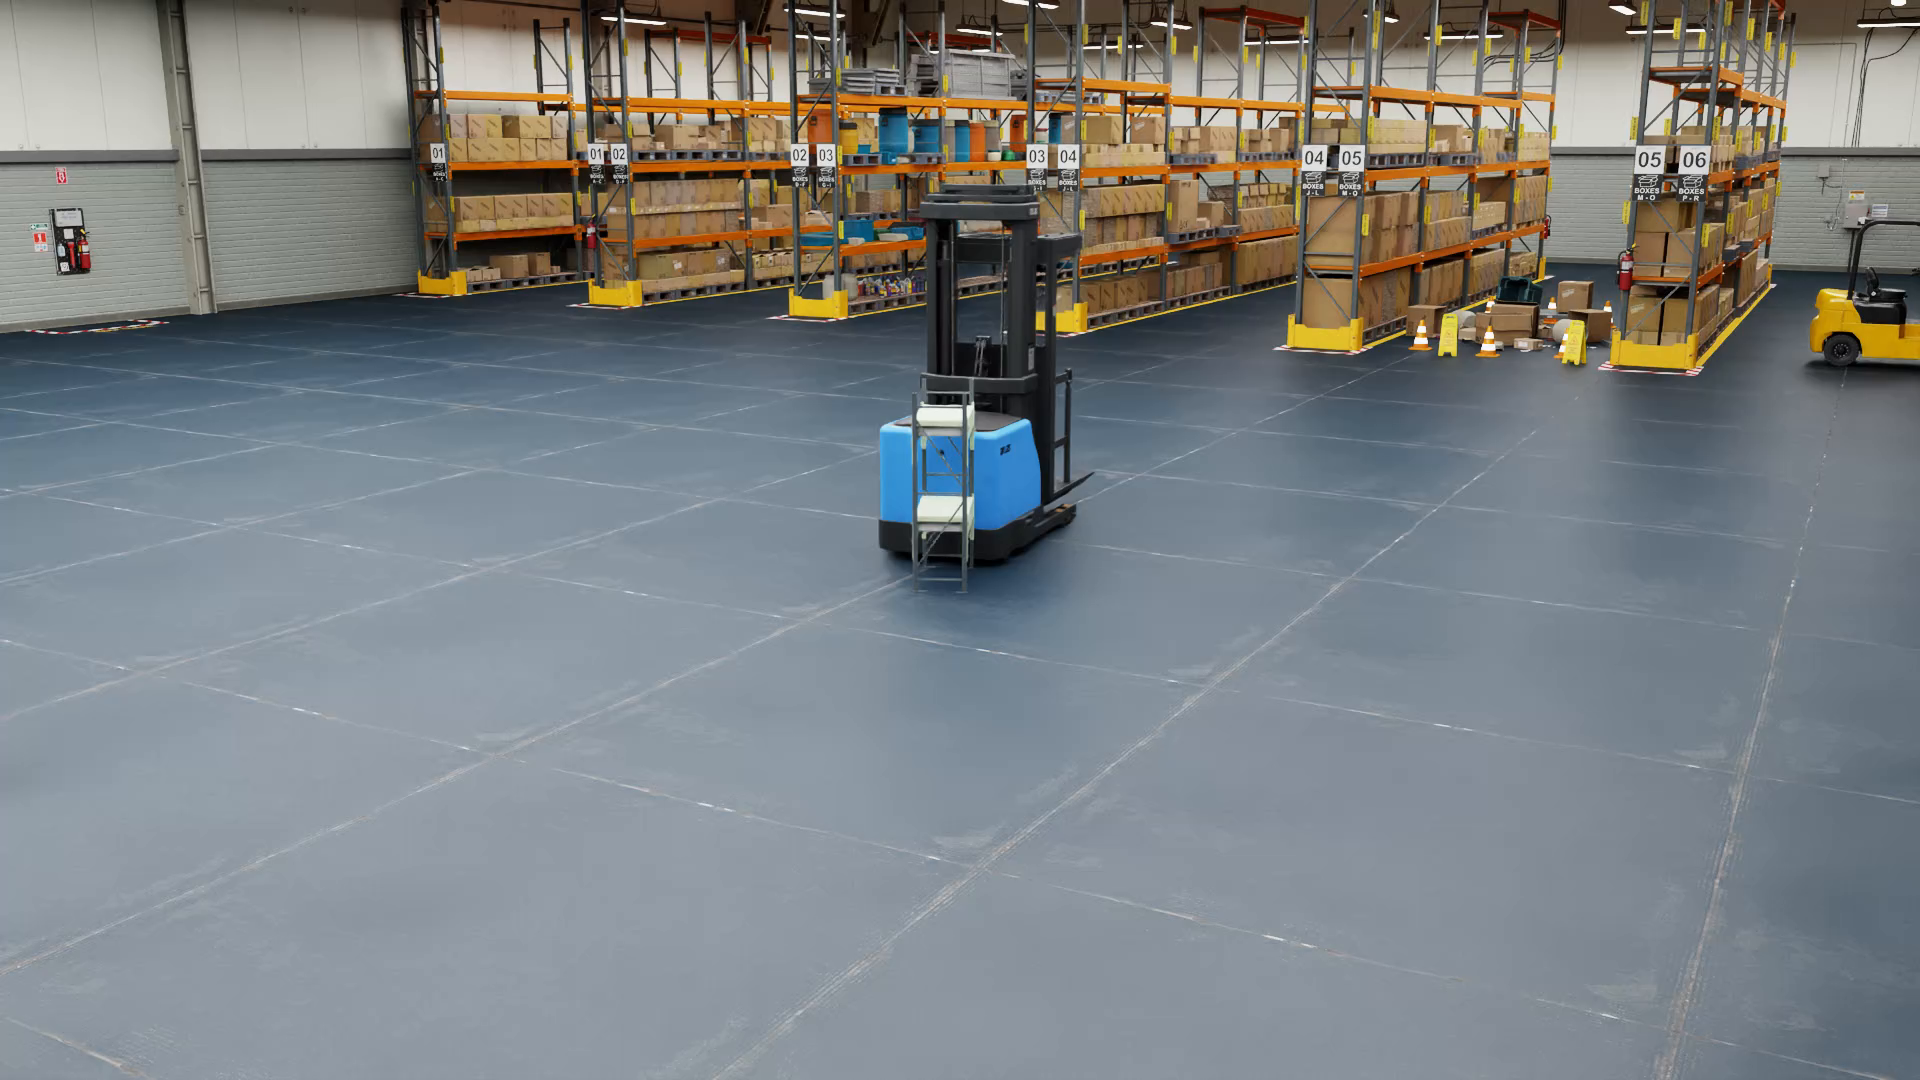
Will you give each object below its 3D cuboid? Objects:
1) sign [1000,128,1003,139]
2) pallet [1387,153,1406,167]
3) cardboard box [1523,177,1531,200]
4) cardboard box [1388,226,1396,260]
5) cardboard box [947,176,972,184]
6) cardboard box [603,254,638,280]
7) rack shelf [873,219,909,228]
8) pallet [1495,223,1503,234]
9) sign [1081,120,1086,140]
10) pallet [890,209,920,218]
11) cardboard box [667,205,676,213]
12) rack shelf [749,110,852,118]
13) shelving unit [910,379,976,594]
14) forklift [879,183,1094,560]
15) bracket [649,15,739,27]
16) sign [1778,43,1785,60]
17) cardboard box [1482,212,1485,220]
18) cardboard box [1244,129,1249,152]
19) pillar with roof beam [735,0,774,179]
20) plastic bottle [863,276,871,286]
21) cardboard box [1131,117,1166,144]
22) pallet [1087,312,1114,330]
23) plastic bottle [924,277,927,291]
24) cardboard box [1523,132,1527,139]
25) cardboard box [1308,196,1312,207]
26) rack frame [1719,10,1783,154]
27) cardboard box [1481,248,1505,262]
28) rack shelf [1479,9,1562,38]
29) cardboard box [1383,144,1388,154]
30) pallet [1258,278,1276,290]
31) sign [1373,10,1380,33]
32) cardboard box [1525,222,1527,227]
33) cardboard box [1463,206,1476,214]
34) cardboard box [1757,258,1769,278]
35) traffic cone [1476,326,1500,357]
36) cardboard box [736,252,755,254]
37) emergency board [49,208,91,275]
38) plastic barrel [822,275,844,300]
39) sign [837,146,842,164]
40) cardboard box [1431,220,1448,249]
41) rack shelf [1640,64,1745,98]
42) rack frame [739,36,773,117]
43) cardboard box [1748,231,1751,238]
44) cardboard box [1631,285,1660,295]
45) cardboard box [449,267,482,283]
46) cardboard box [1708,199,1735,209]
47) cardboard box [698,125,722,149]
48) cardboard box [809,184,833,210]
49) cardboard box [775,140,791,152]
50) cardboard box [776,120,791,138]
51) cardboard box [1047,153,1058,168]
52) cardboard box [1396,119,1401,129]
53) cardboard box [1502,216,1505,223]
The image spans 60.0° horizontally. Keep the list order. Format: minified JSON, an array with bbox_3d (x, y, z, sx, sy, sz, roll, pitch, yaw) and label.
[{"bbox_3d":[1.171,-11.397,46.619,0.100,0.325,0.005,7,15,28],"label":"sign"},{"bbox_3d":[6.861,-6.407,27.998,1.003,0.211,1.213,7,15,28],"label":"pallet"},{"bbox_3d":[12.663,-8.001,37.841,0.500,0.500,0.500,8,16,29],"label":"cardboard box"},{"bbox_3d":[6.910,-5.071,28.346,0.875,0.550,0.500,7,15,28],"label":"cardboard box"},{"bbox_3d":[-0.018,-9.672,45.405,0.500,0.500,0.500,8,16,30],"label":"cardboard box"},{"bbox_3d":[-7.042,-5.669,34.518,0.500,0.500,0.500,7,15,28],"label":"cardboard box"},{"bbox_3d":[-2.206,-7.995,42.331,1.077,0.370,4.000,7,15,28],"label":"rack shelf"},{"bbox_3d":[11.227,-6.816,36.313,1.003,0.211,1.213,7,15,28],"label":"pallet"},{"bbox_3d":[2.105,-6.992,28.369,0.100,0.325,0.005,7,15,28],"label":"sign"},{"bbox_3d":[-1.721,-8.510,43.342,1.003,0.211,1.213,7,15,28],"label":"pallet"},{"bbox_3d":[-6.164,-6.925,34.761,0.380,0.149,0.250,7,15,26],"label":"cardboard box"},{"bbox_3d":[-4.611,-12.098,47.403,1.077,0.370,4.000,7,15,28],"label":"rack shelf"},{"bbox_3d":[-0.122,-0.420,12.577,0.431,1.500,0.755,1,14,4],"label":"shelving unit"},{"bbox_3d":[0.380,-1.566,14.274,1.130,2.935,3.031,6,15,22],"label":"forklift"},{"bbox_3d":[-7.140,-13.566,43.423,0.076,0.066,4.783,7,15,28],"label":"bracket"},{"bbox_3d":[16.587,-9.859,33.566,0.100,0.325,0.005,7,15,28],"label":"sign"},{"bbox_3d":[10.698,-6.745,34.618,0.380,0.149,0.250,7,15,28],"label":"cardboard box"},{"bbox_3d":[6.069,-8.842,36.802,0.500,0.500,0.500,8,16,31],"label":"cardboard box"},{"bbox_3d":[-2.228,-11.986,44.549,9.100,9.000,0.548,7,15,28],"label":"pillar with roof beam"},{"bbox_3d":[-1.912,-5.195,33.896,0.144,0.351,0.185,8,16,30],"label":"plastic bottle"},{"bbox_3d":[3.569,-7.764,31.522,0.500,0.500,0.500,7,15,26],"label":"cardboard box"},{"bbox_3d":[2.090,-3.992,30.144,1.003,0.211,1.213,7,15,28],"label":"pallet"},{"bbox_3d":[-0.716,-5.309,34.512,0.061,0.283,0.133,8,16,31],"label":"plastic bottle"},{"bbox_3d":[12.475,-9.062,37.223,0.380,0.149,0.250,7,15,26],"label":"cardboard box"},{"bbox_3d":[8.131,-8.238,39.887,0.500,0.500,0.500,7,15,28],"label":"cardboard box"},{"bbox_3d":[16.106,-9.425,33.929,1.000,3.000,0.127,7,15,28],"label":"rack frame"},{"bbox_3d":[11.585,-6.221,36.276,0.500,0.250,0.500,7,15,27],"label":"cardboard box"},{"bbox_3d":[12.691,-11.642,37.566,1.077,0.370,4.000,7,15,28],"label":"rack shelf"},{"bbox_3d":[6.735,-6.366,27.065,0.380,0.149,0.250,8,15,28],"label":"cardboard box"},{"bbox_3d":[6.535,-5.858,37.882,1.003,0.211,1.213,7,15,28],"label":"pallet"},{"bbox_3d":[6.406,-7.971,25.563,0.100,0.325,0.005,7,15,28],"label":"sign"},{"bbox_3d":[12.934,-7.338,38.608,0.380,0.149,0.250,8,16,29],"label":"cardboard box"},{"bbox_3d":[10.311,-6.728,33.911,0.380,0.149,0.250,7,15,27],"label":"cardboard box"},{"bbox_3d":[17.808,-6.142,37.679,0.875,0.438,0.875,7,15,26],"label":"cardboard box"},{"bbox_3d":[8.247,-3.104,25.922,0.336,0.463,0.334,7,15,28],"label":"traffic cone"},{"bbox_3d":[-4.916,-6.477,38.273,0.500,0.311,0.500,8,16,30],"label":"cardboard box"},{"bbox_3d":[-15.926,-5.361,29.872,0.194,1.169,0.643,7,15,28],"label":"emergency board"},{"bbox_3d":[-2.455,-4.869,32.244,0.421,0.512,0.421,0,14,0],"label":"plastic barrel"},{"bbox_3d":[-2.227,-7.130,30.790,0.100,0.325,0.005,7,15,28],"label":"sign"},{"bbox_3d":[8.834,-5.740,31.228,0.500,0.500,0.500,7,15,28],"label":"cardboard box"},{"bbox_3d":[11.272,-7.022,25.504,1.077,0.370,4.000,7,15,28],"label":"rack shelf"},{"bbox_3d":[-5.577,-12.232,45.570,1.000,3.000,0.127,7,15,28],"label":"rack frame"},{"bbox_3d":[15.121,-5.902,32.433,0.500,0.250,0.500,8,16,30],"label":"cardboard box"},{"bbox_3d":[10.583,-3.871,25.678,0.380,0.149,0.250,8,16,30],"label":"cardboard box"},{"bbox_3d":[-10.965,-5.892,36.871,0.500,0.311,0.500,6,15,22],"label":"cardboard box"},{"bbox_3d":[12.776,-5.637,27.887,0.380,0.149,0.250,7,15,28],"label":"cardboard box"},{"bbox_3d":[-5.581,-8.819,36.407,0.500,0.500,0.500,9,16,33],"label":"cardboard box"},{"bbox_3d":[-4.223,-10.026,48.579,0.980,0.700,0.700,7,15,28],"label":"cardboard box"},{"bbox_3d":[-4.129,-9.088,38.355,0.500,0.250,0.500,6,15,23],"label":"cardboard box"},{"bbox_3d":[-4.987,-11.433,46.265,0.500,0.500,0.500,7,15,28],"label":"cardboard box"},{"bbox_3d":[1.640,-6.683,29.273,0.500,0.250,0.500,8,16,29],"label":"cardboard box"},{"bbox_3d":[7.102,-6.909,27.618,0.380,0.149,0.250,8,16,29],"label":"cardboard box"},{"bbox_3d":[11.705,-7.027,36.422,0.380,0.149,0.250,7,15,27],"label":"cardboard box"}]
